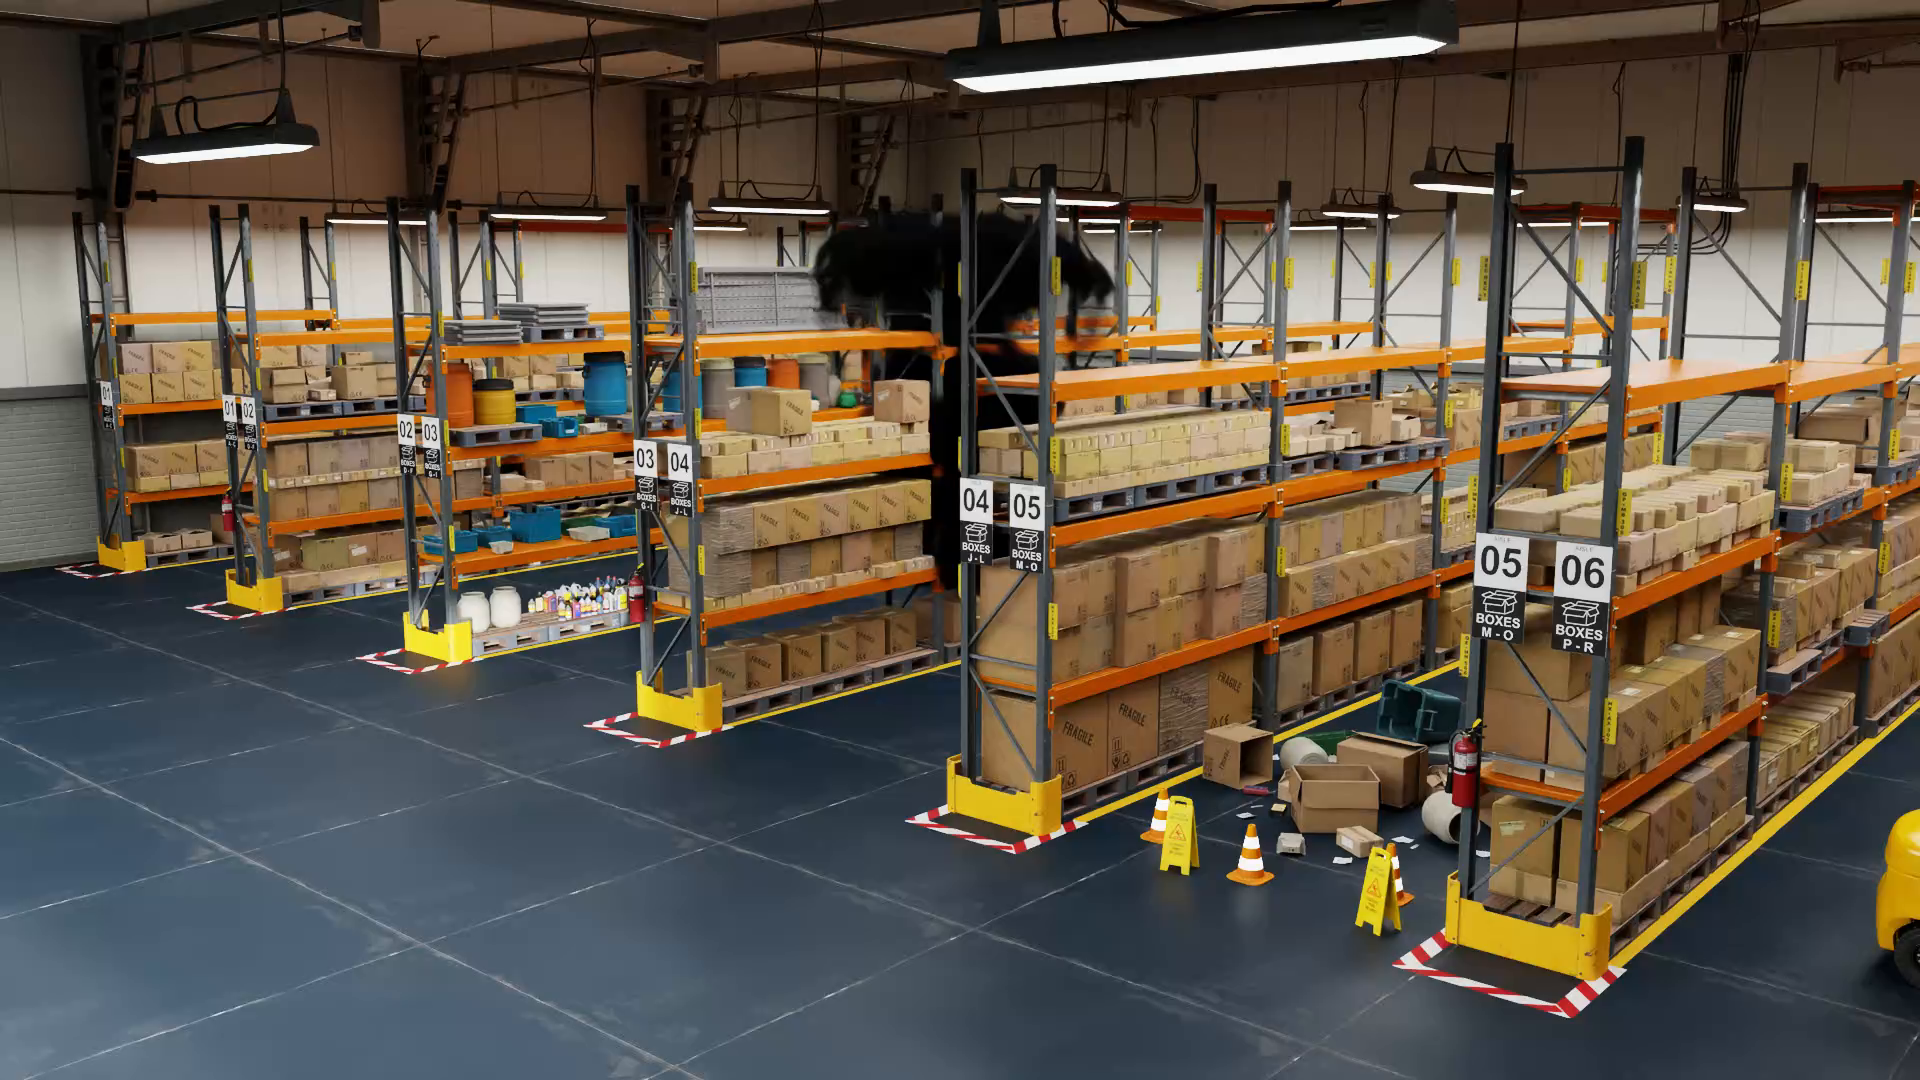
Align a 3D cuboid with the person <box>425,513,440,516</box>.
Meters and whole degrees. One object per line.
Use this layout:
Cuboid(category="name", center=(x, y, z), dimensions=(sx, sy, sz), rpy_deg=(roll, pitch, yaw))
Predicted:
Cuboid(category="person", center=(-9.407, -0.652, 29.876), dimensions=(0.710, 1.820, 0.906), rpy_deg=(7, 12, 35))
